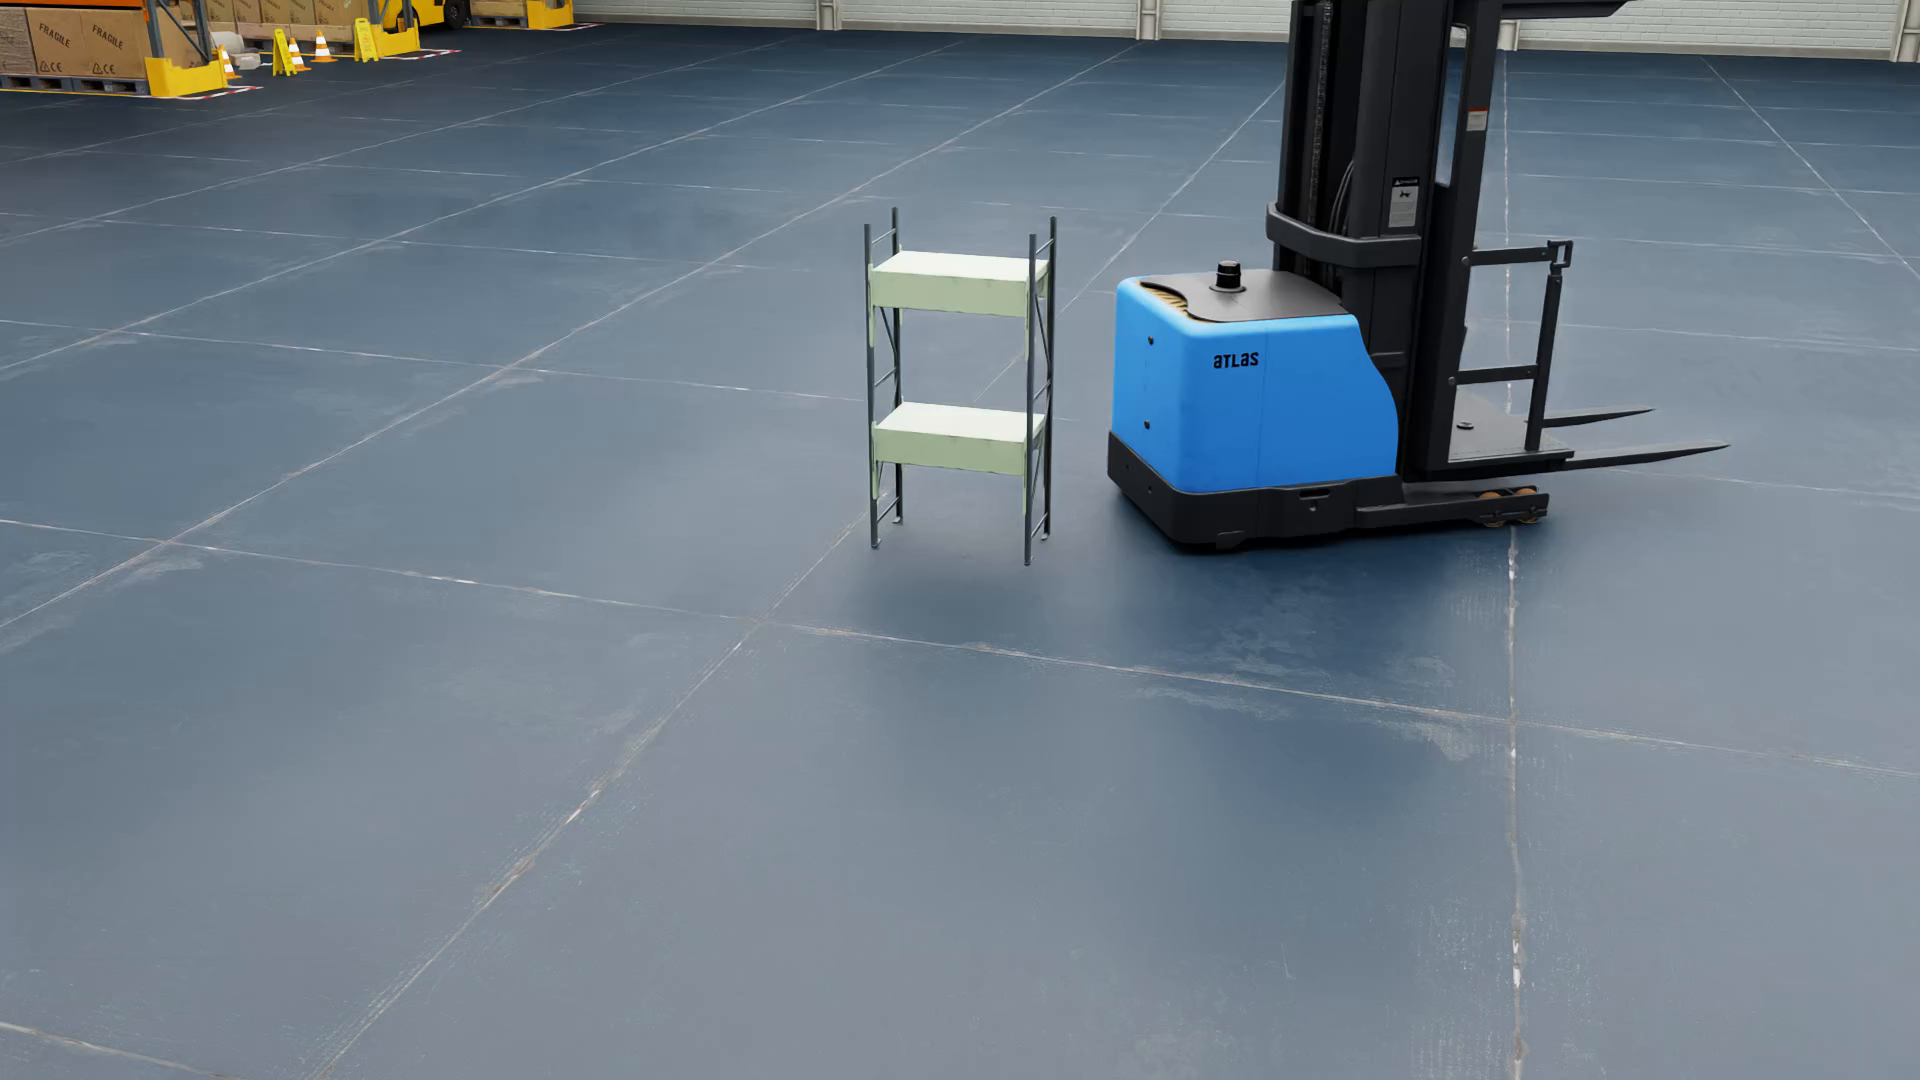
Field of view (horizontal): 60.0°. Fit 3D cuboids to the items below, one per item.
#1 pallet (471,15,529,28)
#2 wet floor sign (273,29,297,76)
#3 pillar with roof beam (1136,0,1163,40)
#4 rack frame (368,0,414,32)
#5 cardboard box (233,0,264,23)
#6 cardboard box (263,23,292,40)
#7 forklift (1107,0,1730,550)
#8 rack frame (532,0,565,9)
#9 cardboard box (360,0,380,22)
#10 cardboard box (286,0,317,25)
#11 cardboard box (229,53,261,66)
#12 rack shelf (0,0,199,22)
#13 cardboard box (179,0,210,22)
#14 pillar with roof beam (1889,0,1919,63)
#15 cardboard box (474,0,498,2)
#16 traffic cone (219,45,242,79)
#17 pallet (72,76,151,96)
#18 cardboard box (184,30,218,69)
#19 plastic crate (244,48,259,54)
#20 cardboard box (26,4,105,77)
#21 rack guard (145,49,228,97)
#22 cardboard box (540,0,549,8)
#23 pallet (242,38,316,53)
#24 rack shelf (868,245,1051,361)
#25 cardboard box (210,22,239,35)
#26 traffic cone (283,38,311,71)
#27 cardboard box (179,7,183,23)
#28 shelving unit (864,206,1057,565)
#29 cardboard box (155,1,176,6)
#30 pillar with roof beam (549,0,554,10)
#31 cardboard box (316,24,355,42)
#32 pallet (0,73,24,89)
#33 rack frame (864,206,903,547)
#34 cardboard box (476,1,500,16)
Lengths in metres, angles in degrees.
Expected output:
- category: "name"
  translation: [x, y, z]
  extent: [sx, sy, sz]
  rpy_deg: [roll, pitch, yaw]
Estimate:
- category: "pallet"
  translation: [-8.504, -9.903, 31.633]
  extent: [1.213, 0.211, 1.003]
  rpy_deg: [7, 23, 16]
- category: "wet floor sign"
  translation: [-9.924, -7.138, 24.321]
  extent: [0.232, 0.644, 0.267]
  rpy_deg: [3, 22, 6]
- category: "pillar with roof beam"
  translation: [2.079, -11.424, 23.763]
  extent: [0.400, 9.000, 9.100]
  rpy_deg: [7, 23, 16]
- category: "rack frame"
  translation: [-9.190, -9.320, 26.539]
  extent: [0.127, 3.000, 1.000]
  rpy_deg: [7, 23, 16]
- category: "cardboard box"
  translation: [-11.521, -8.753, 27.238]
  extent: [0.500, 0.500, 0.500]
  rpy_deg: [8, 24, 18]
- category: "cardboard box"
  translation: [-11.038, -8.348, 27.239]
  extent: [0.500, 0.250, 0.500]
  rpy_deg: [6, 23, 14]
- category: "forklift"
  translation: [2.317, -1.602, 7.812]
  extent: [3.031, 2.935, 1.130]
  rpy_deg: [-6, 23, -14]
- category: "rack frame"
  translation: [-7.760, -11.124, 30.937]
  extent: [0.127, 3.000, 1.000]
  rpy_deg: [7, 23, 16]
- category: "cardboard box"
  translation: [-9.906, -8.781, 27.305]
  extent: [0.500, 0.500, 0.500]
  rpy_deg: [6, 23, 14]
- category: "cardboard box"
  translation: [-10.533, -8.638, 26.959]
  extent: [0.500, 0.500, 0.500]
  rpy_deg: [7, 23, 17]
- category: "cardboard box"
  translation: [-11.028, -7.411, 25.641]
  extent: [0.380, 0.149, 0.250]
  rpy_deg: [-20, 29, -39]
- category: "rack shelf"
  translation: [-12.438, -7.397, 22.799]
  extent: [4.000, 0.370, 1.077]
  rpy_deg: [7, 23, 16]
- category: "cardboard box"
  translation: [-12.533, -8.865, 27.511]
  extent: [0.500, 0.500, 0.500]
  rpy_deg: [8, 24, 18]
- category: "pillar with roof beam"
  translation: [13.567, -10.108, 20.556]
  extent: [0.400, 9.000, 9.100]
  rpy_deg: [7, 23, 16]
- category: "cardboard box"
  translation: [-8.793, -10.276, 31.281]
  extent: [0.500, 0.250, 0.500]
  rpy_deg: [6, 23, 15]
- category: "traffic cone"
  translation: [-10.622, -6.911, 24.009]
  extent: [0.334, 0.463, 0.336]
  rpy_deg: [7, 23, 16]
- category: "pallet"
  translation: [-11.312, -6.280, 22.801]
  extent: [1.213, 0.211, 1.003]
  rpy_deg: [7, 23, 15]
- category: "cardboard box"
  translation: [-11.603, -7.438, 25.240]
  extent: [0.637, 0.503, 0.797]
  rpy_deg: [-9, 24, -21]
- category: "plastic crate"
  translation: [-11.754, -7.938, 27.016]
  extent: [0.583, 0.080, 0.402]
  rpy_deg: [-1, 22, -3]
- category: "cardboard box"
  translation: [-12.035, -6.868, 22.807]
  extent: [0.875, 0.875, 0.875]
  rpy_deg: [6, 23, 15]
- category: "rack guard"
  translation: [-10.500, -6.352, 22.596]
  extent: [0.348, 0.500, 1.175]
  rpy_deg: [7, 23, 16]
- category: "cardboard box"
  translation: [-8.174, -10.171, 31.683]
  extent: [0.500, 0.250, 0.500]
  rpy_deg: [7, 23, 16]
- category: "pallet"
  translation: [-11.195, -8.275, 27.665]
  extent: [1.213, 0.211, 1.003]
  rpy_deg: [7, 23, 16]
- category: "rack shelf"
  translation: [0.006, -1.054, 7.336]
  extent: [0.720, 0.370, 0.431]
  rpy_deg: [7, 23, 16]
- category: "cardboard box"
  translation: [-12.019, -8.464, 27.521]
  extent: [0.500, 0.250, 0.500]
  rpy_deg: [8, 24, 19]
- category: "traffic cone"
  translation: [-9.970, -7.284, 24.919]
  extent: [0.334, 0.463, 0.336]
  rpy_deg: [7, 23, 16]
- category: "cardboard box"
  translation: [-13.523, -8.794, 28.165]
  extent: [0.625, 0.372, 0.950]
  rpy_deg: [7, 23, 16]
- category: "shelving unit"
  translation: [0.006, -0.693, 7.484]
  extent: [0.755, 1.500, 0.431]
  rpy_deg: [7, 23, 16]
- category: "cardboard box"
  translation: [-15.886, -11.007, 33.392]
  extent: [0.500, 0.500, 0.500]
  rpy_deg: [7, 23, 17]
- category: "pillar with roof beam"
  translation: [-9.410, -12.739, 26.970]
  extent: [0.400, 9.000, 9.100]
  rpy_deg: [7, 23, 16]
- category: "cardboard box"
  translation: [-10.065, -8.236, 26.965]
  extent: [0.500, 0.250, 0.500]
  rpy_deg: [6, 23, 15]
- category: "pallet"
  translation: [-13.648, -6.547, 23.453]
  extent: [1.213, 0.211, 1.003]
  rpy_deg: [7, 23, 15]
- category: "rack frame"
  translation: [-0.344, -0.733, 7.581]
  extent: [0.023, 1.500, 0.400]
  rpy_deg: [7, 23, 16]
- category: "cardboard box"
  translation: [-8.775, -10.041, 31.366]
  extent: [0.500, 0.250, 0.500]
  rpy_deg: [7, 23, 15]
